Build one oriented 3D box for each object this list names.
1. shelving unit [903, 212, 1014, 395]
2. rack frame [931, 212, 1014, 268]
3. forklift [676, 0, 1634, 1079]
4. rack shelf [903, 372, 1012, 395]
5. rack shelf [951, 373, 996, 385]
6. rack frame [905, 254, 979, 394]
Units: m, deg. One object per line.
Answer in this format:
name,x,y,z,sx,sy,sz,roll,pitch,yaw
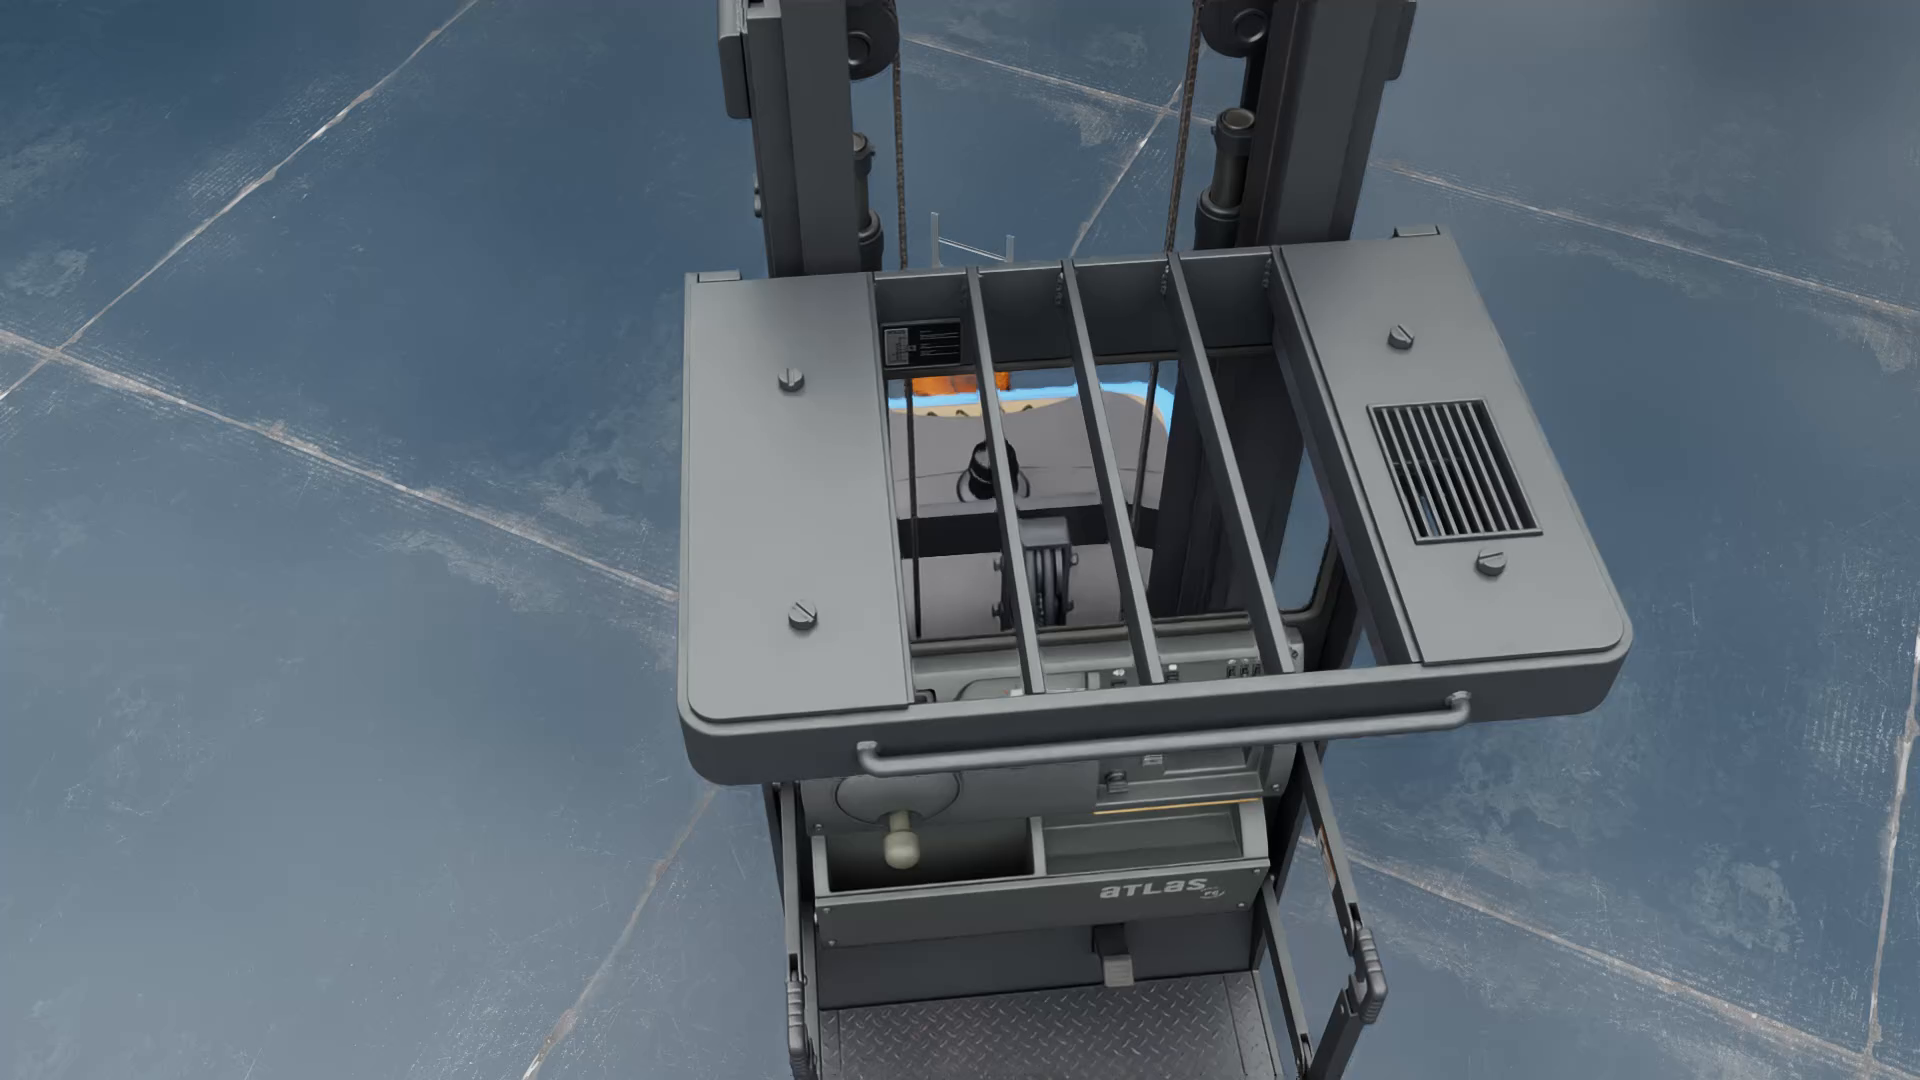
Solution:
shelving unit,-0.006,-0.379,4.785,0.258,1.200,0.189,20,52,16
rack frame,0.033,-0.442,4.838,0.240,1.200,0.006,20,52,16
forklift,0.188,0.488,2.910,1.130,2.935,3.031,-4,50,-4
rack shelf,-0.006,-0.428,4.727,0.258,0.103,0.180,20,52,16
rack shelf,-0.006,-0.506,4.636,0.258,0.103,0.180,20,52,16
rack frame,-0.045,-0.316,4.731,0.240,1.200,0.006,20,52,16
